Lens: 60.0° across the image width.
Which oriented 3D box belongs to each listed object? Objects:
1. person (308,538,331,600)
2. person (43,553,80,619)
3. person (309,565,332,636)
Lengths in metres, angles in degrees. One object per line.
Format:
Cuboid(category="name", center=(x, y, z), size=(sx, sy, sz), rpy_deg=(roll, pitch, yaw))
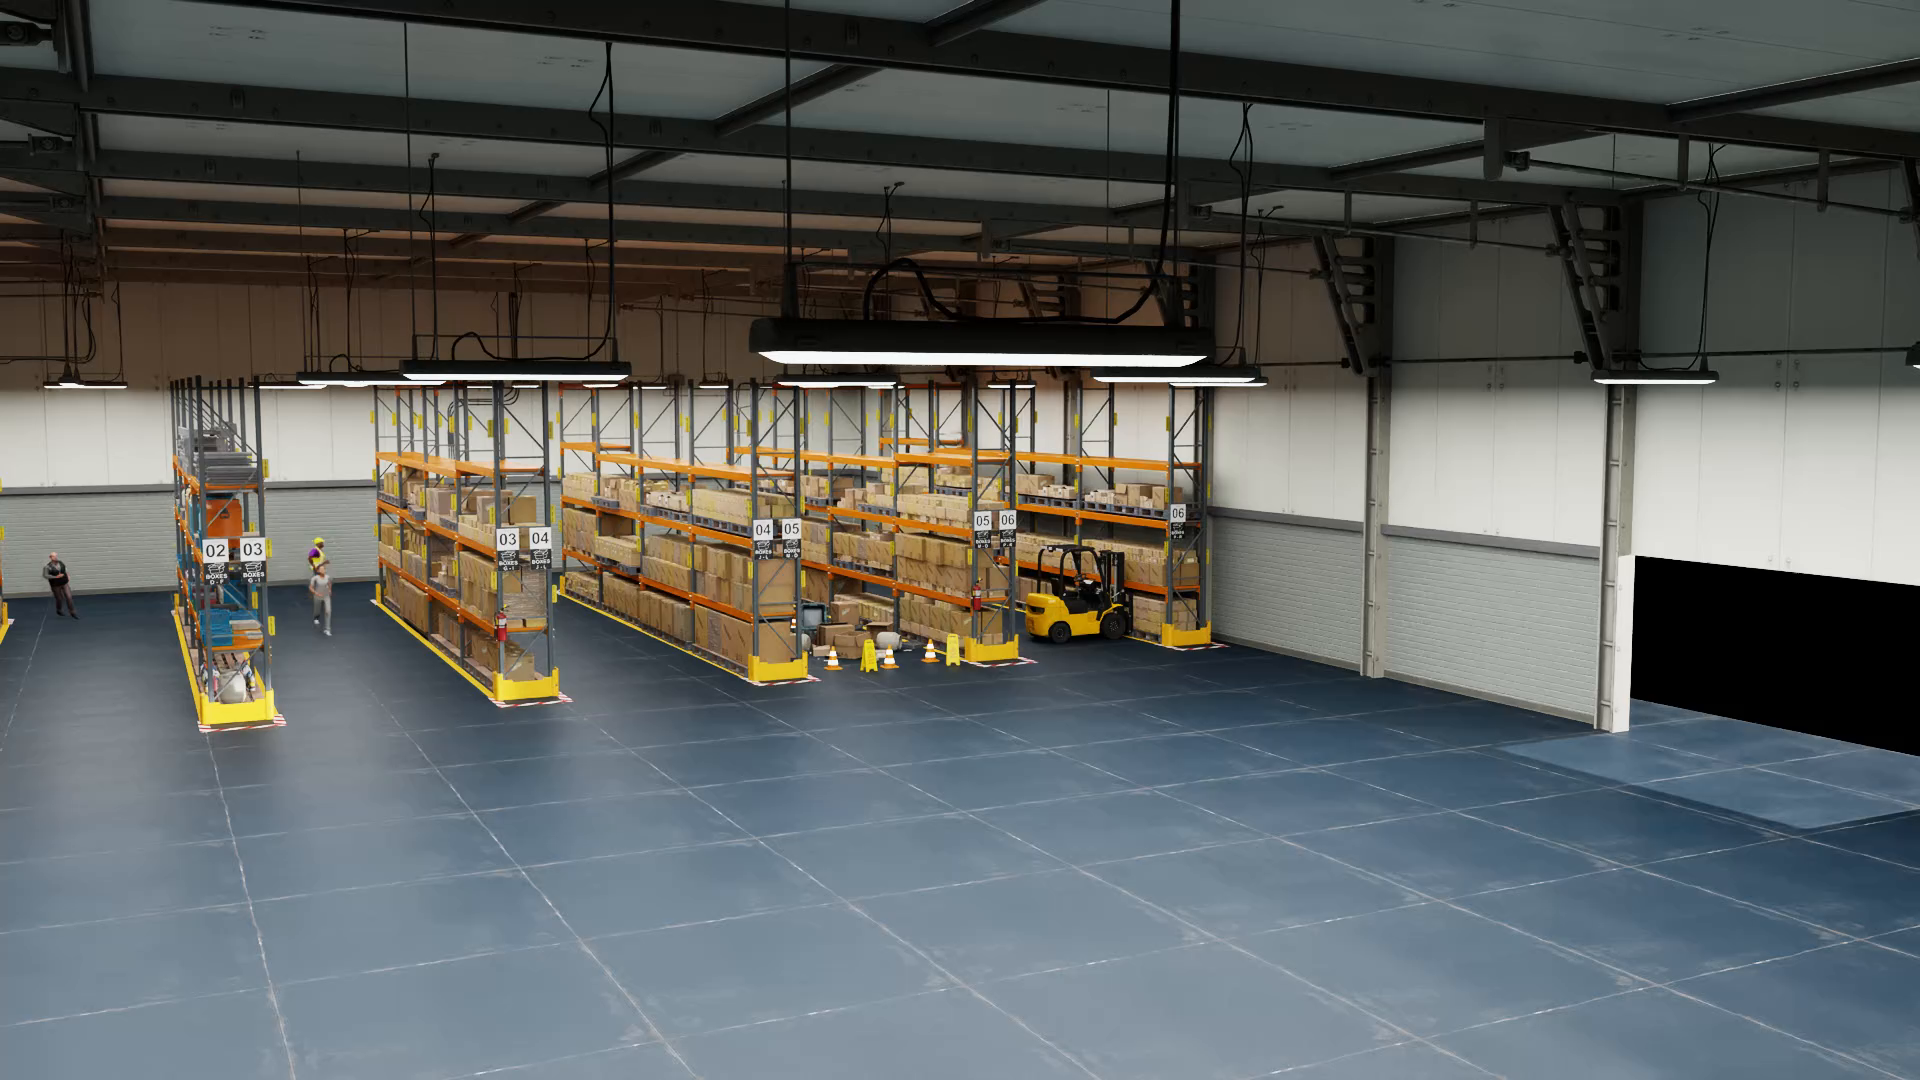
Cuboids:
Cuboid(category="person", center=(-17.614, 0.795, 45.765), size=(0.557, 1.718, 0.705), rpy_deg=(-2, 5, -17))
Cuboid(category="person", center=(-22.708, 1.146, 41.832), size=(0.930, 1.686, 0.702), rpy_deg=(4, 7, 39))
Cuboid(category="person", center=(-15.162, 1.409, 39.474), size=(0.538, 1.662, 1.091), rpy_deg=(-3, 6, -32))
